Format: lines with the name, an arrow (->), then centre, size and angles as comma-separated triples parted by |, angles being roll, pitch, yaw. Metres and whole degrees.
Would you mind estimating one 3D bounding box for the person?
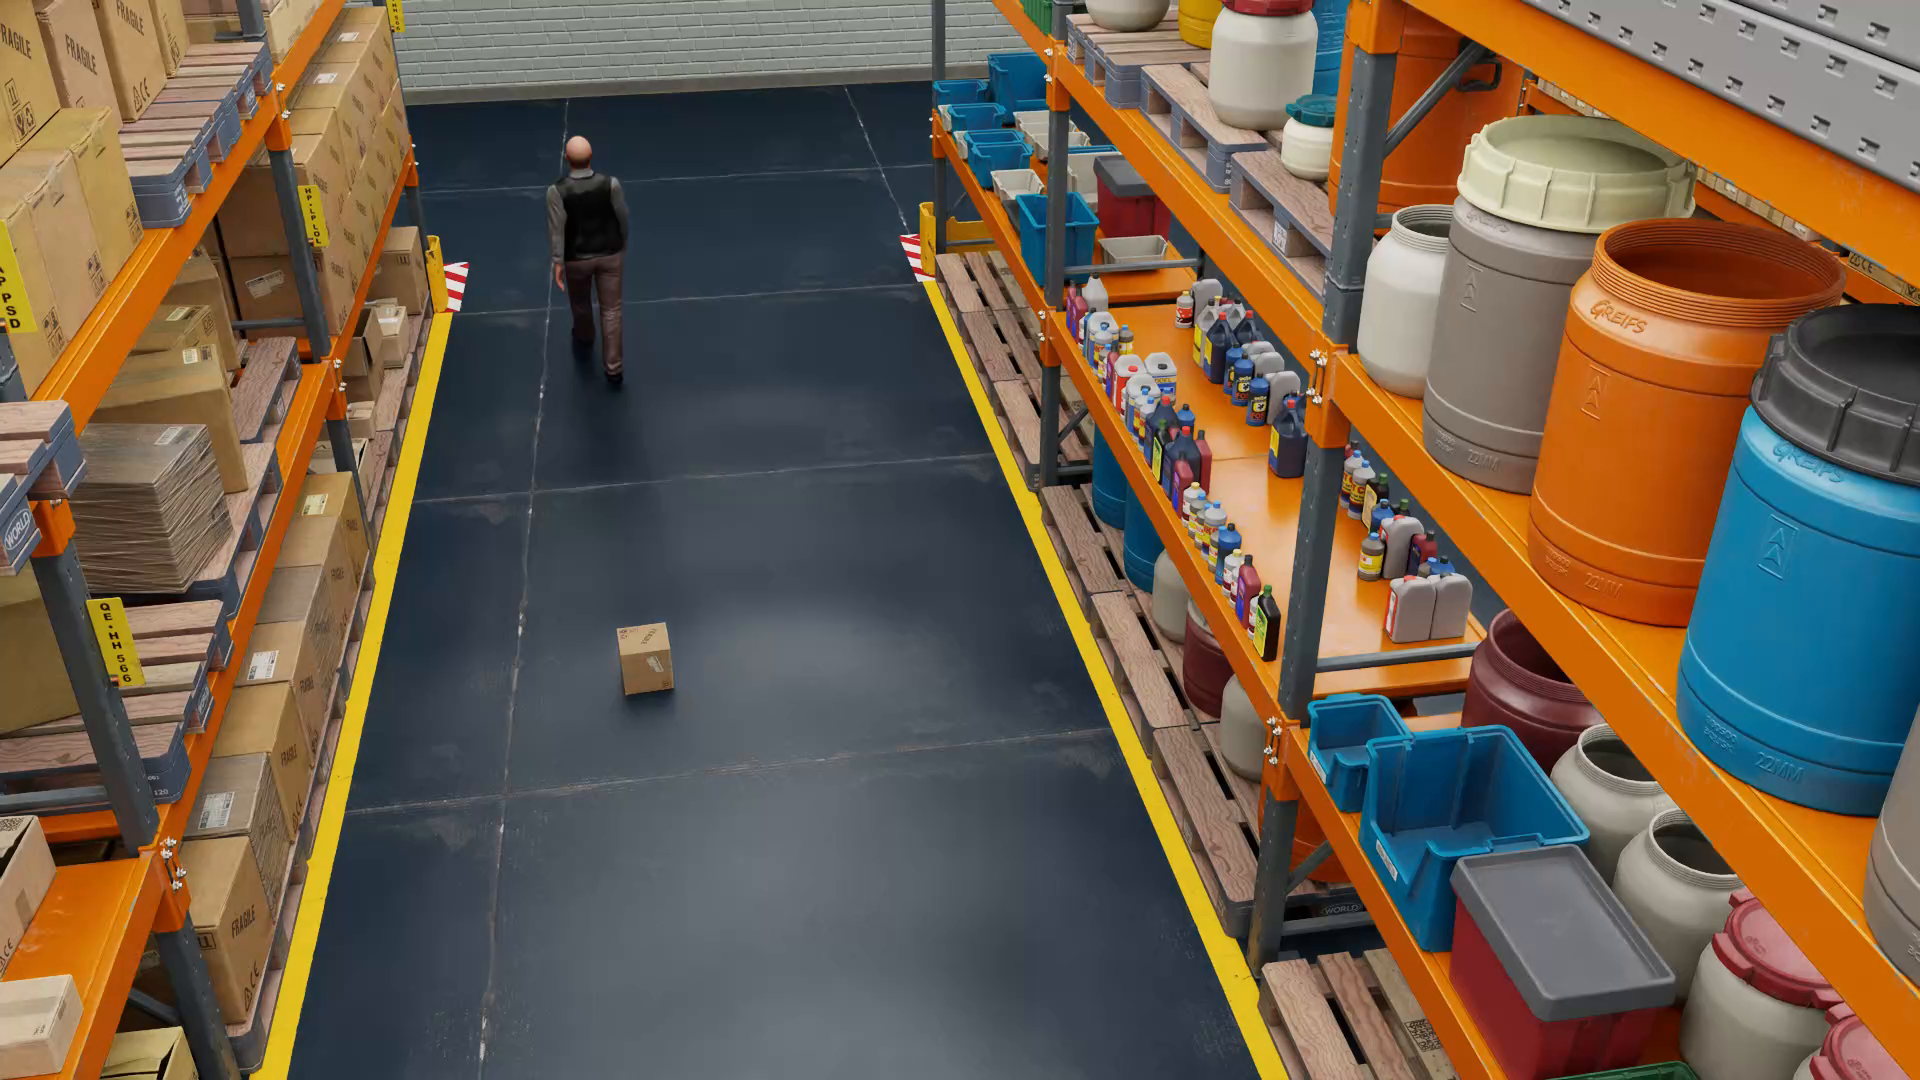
person -> -2.561, -2.029, 11.584 | 0.556, 1.658, 1.024 | -7, 31, -11
